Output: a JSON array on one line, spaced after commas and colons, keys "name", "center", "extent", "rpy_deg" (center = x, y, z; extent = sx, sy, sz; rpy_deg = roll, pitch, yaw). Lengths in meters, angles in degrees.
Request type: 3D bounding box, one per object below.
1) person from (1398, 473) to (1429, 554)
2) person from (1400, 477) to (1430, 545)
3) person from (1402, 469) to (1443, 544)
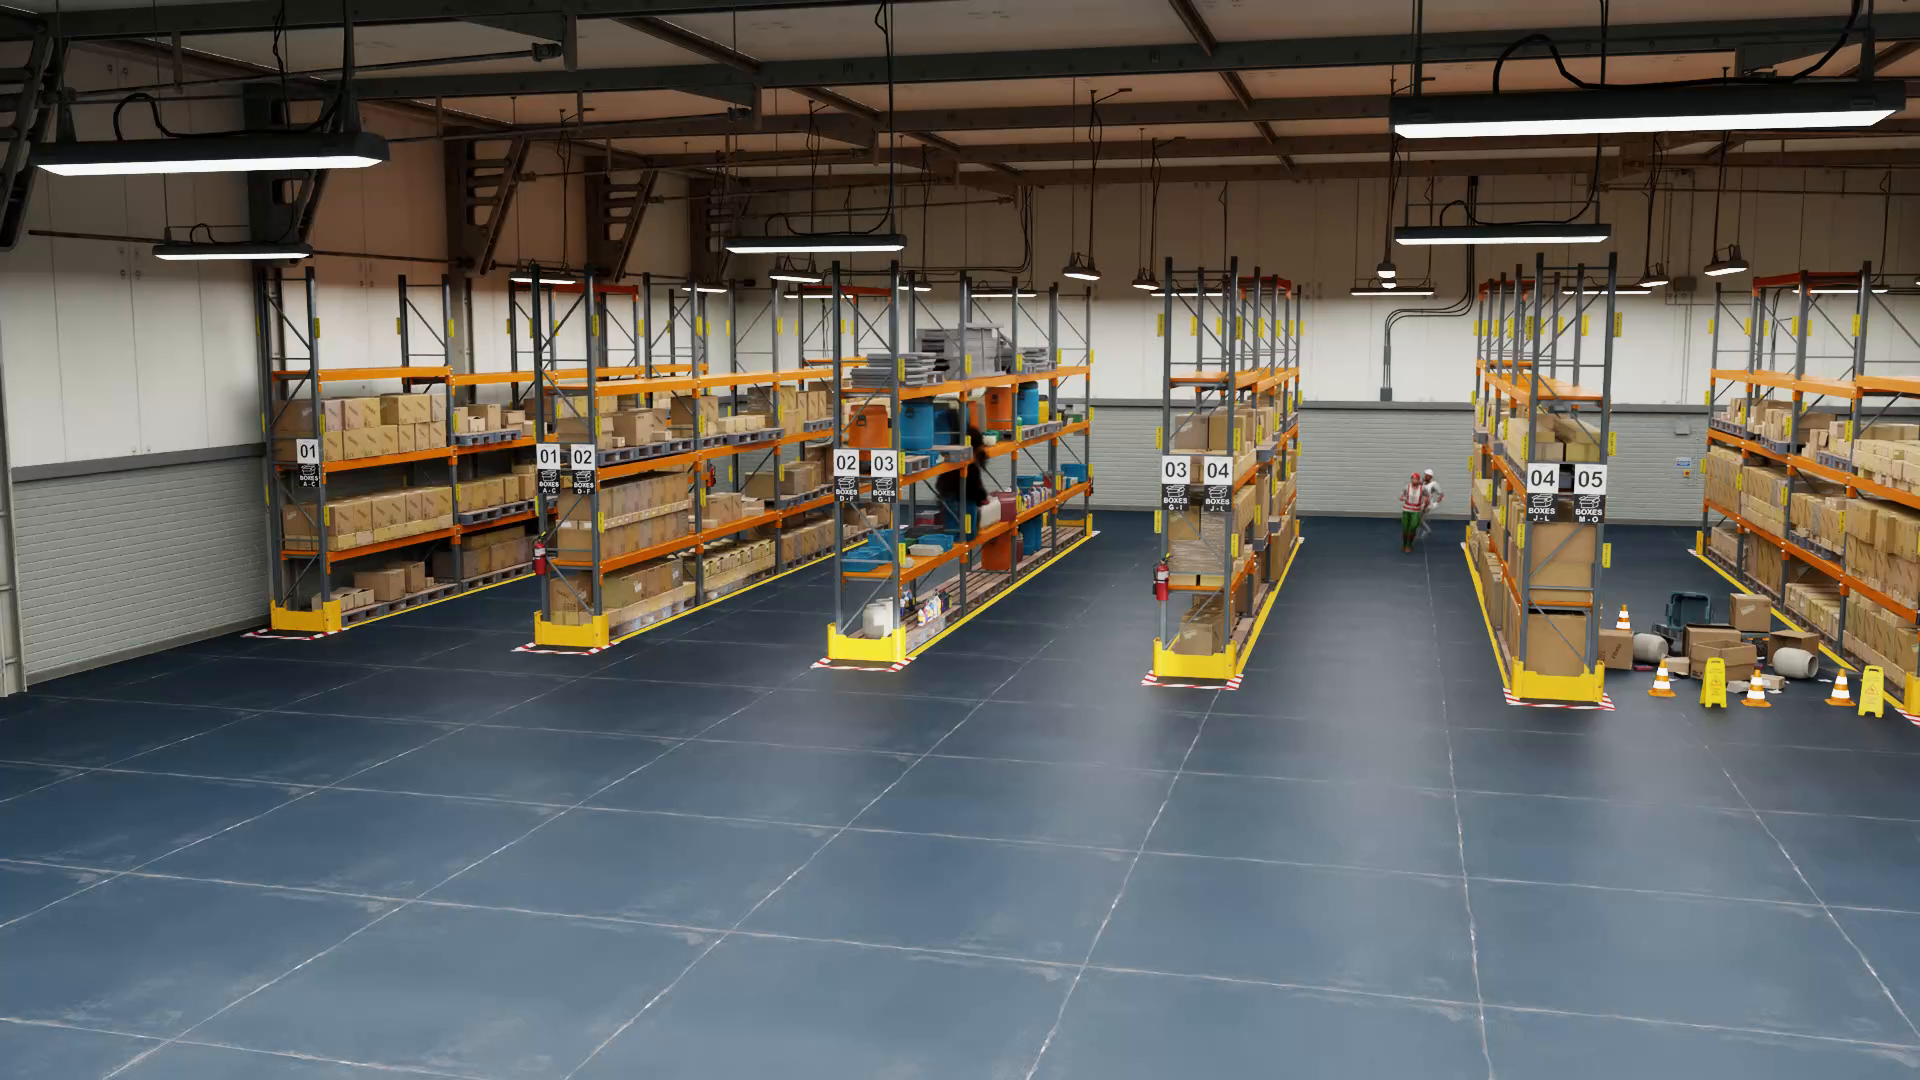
[{"name": "person", "center": [10.153, -0.596, 37.293], "extent": [0.652, 1.835, 0.743], "rpy_deg": [3, 8, 21]}, {"name": "person", "center": [10.490, -0.665, 38.392], "extent": [0.719, 1.618, 0.559], "rpy_deg": [5, 9, 32]}, {"name": "person", "center": [10.808, -0.779, 38.698], "extent": [0.951, 1.741, 0.744], "rpy_deg": [-4, 8, -30]}]
